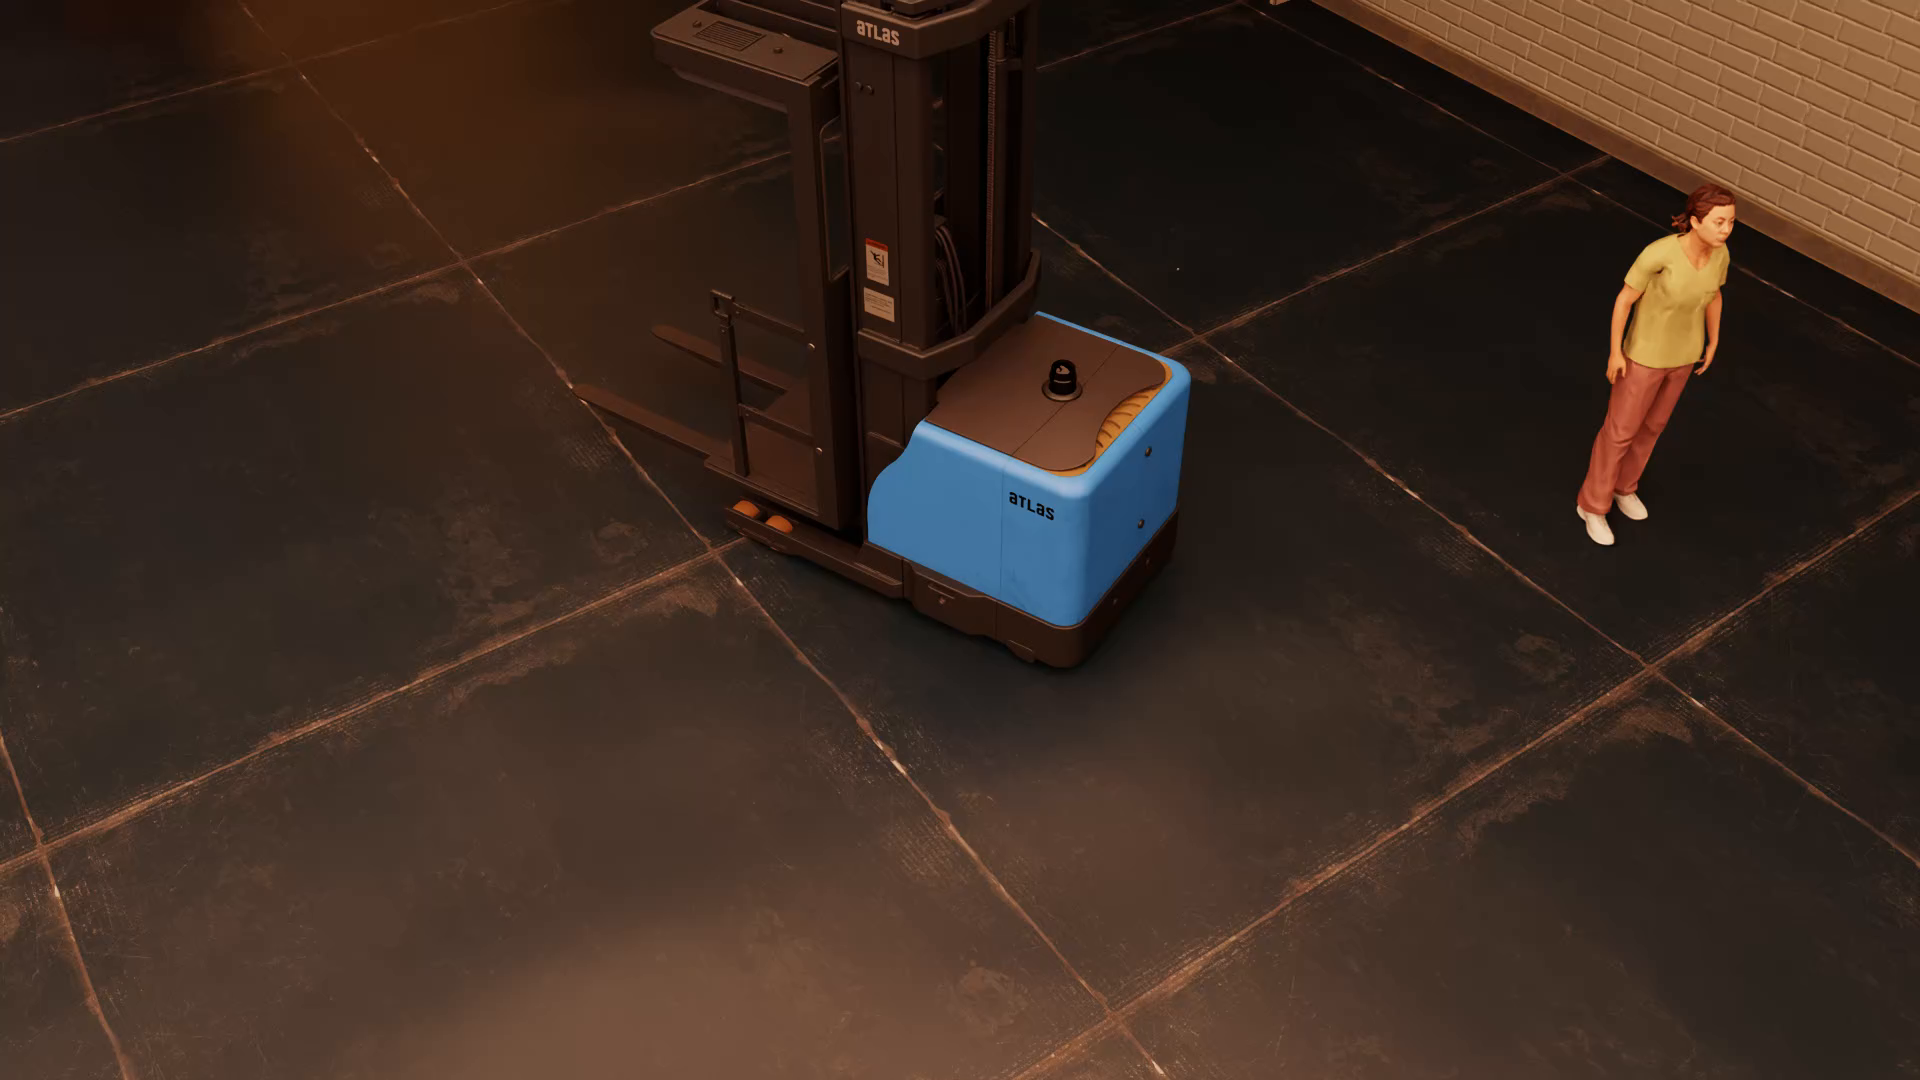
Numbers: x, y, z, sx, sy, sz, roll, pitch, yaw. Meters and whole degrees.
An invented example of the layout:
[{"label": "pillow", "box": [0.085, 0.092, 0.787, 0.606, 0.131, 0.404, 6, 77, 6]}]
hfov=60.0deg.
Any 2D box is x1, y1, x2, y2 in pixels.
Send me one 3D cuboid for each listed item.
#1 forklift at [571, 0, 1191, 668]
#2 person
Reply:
[{"label": "forklift", "box": [-0.511, -1.302, 7.129, 3.031, 2.935, 1.130, 24, 48, 24]}, {"label": "person", "box": [3.193, -0.786, 7.489, 0.553, 1.677, 0.547, -10, 44, -11]}]
